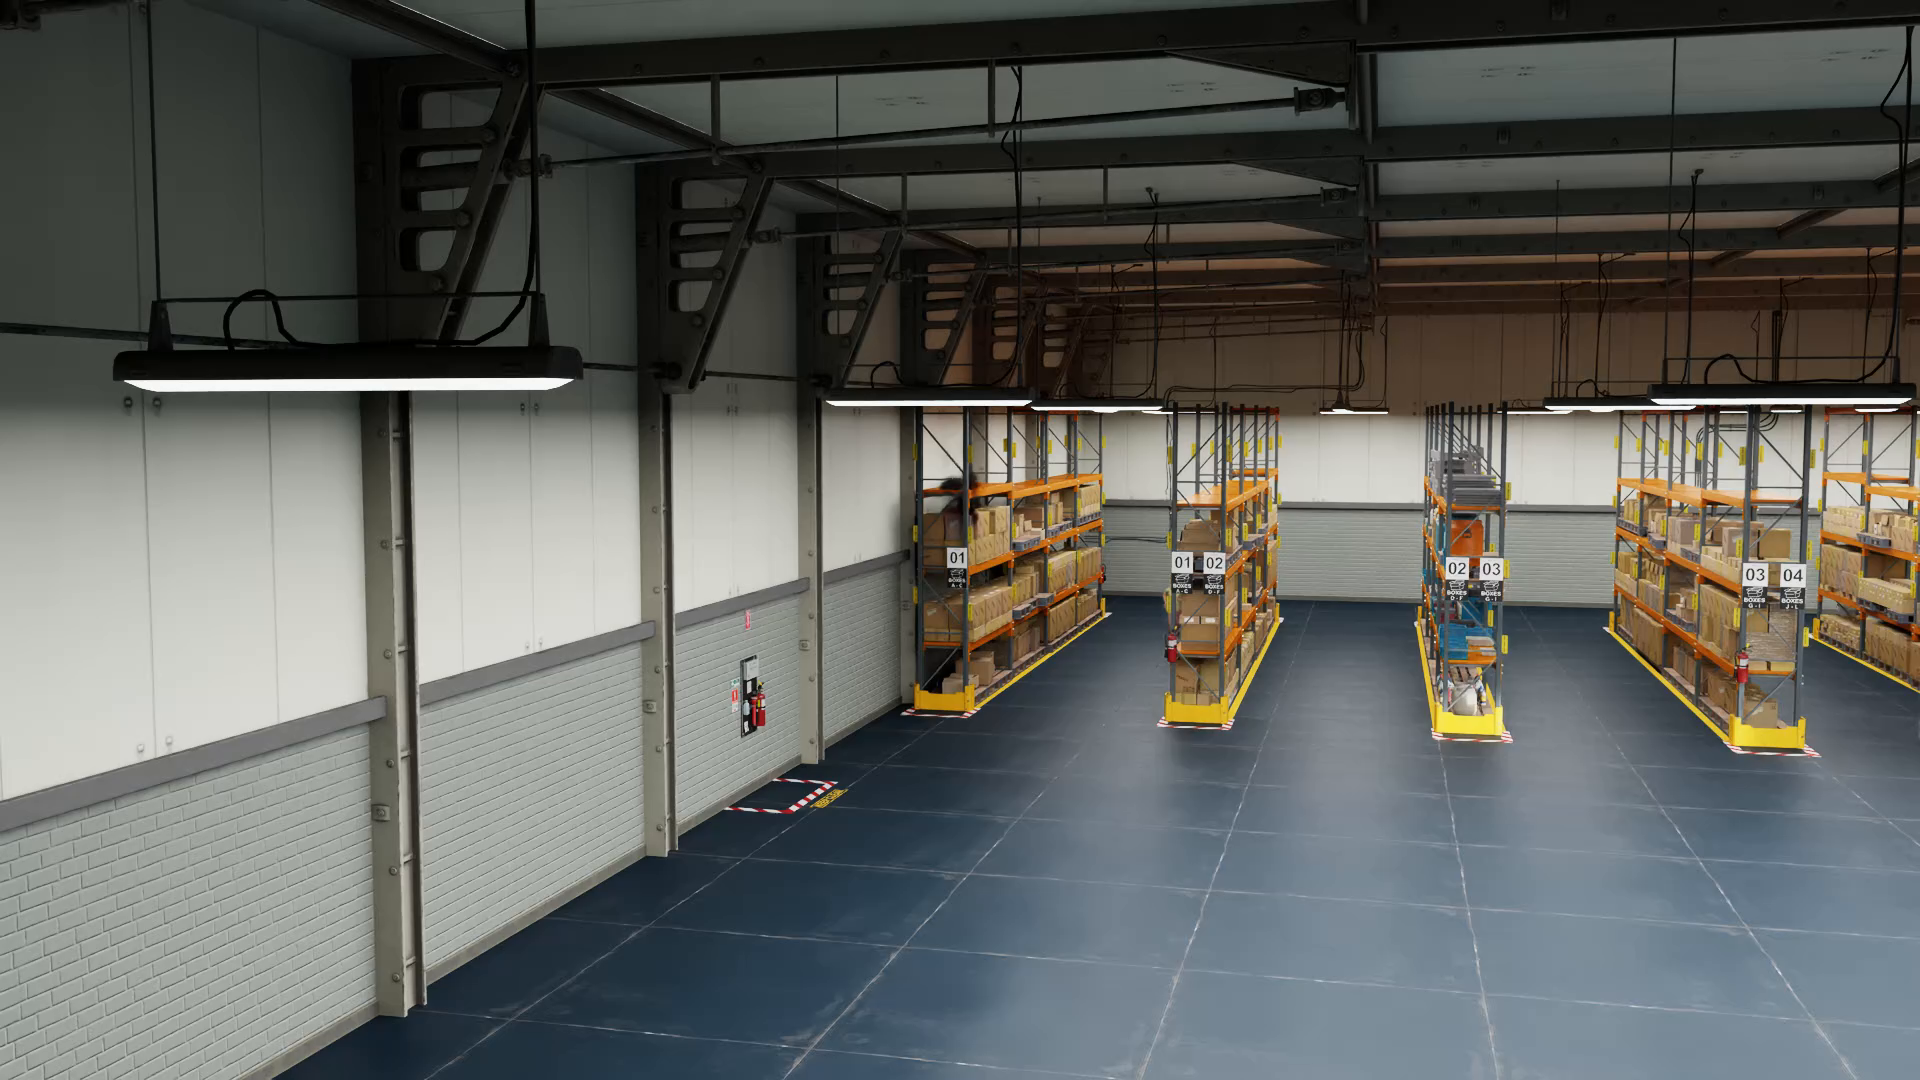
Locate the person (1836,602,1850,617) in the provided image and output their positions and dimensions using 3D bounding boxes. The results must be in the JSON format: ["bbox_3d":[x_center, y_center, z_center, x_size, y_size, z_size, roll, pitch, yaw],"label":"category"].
[{"bbox_3d":[23.452,1.673,43.994,0.641,1.654,0.710,-4,6,-44],"label":"person"}]

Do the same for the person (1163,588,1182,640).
[{"bbox_3d":[5.378,1.784,41.734,0.563,1.685,0.922,1,4,7],"label":"person"}]
